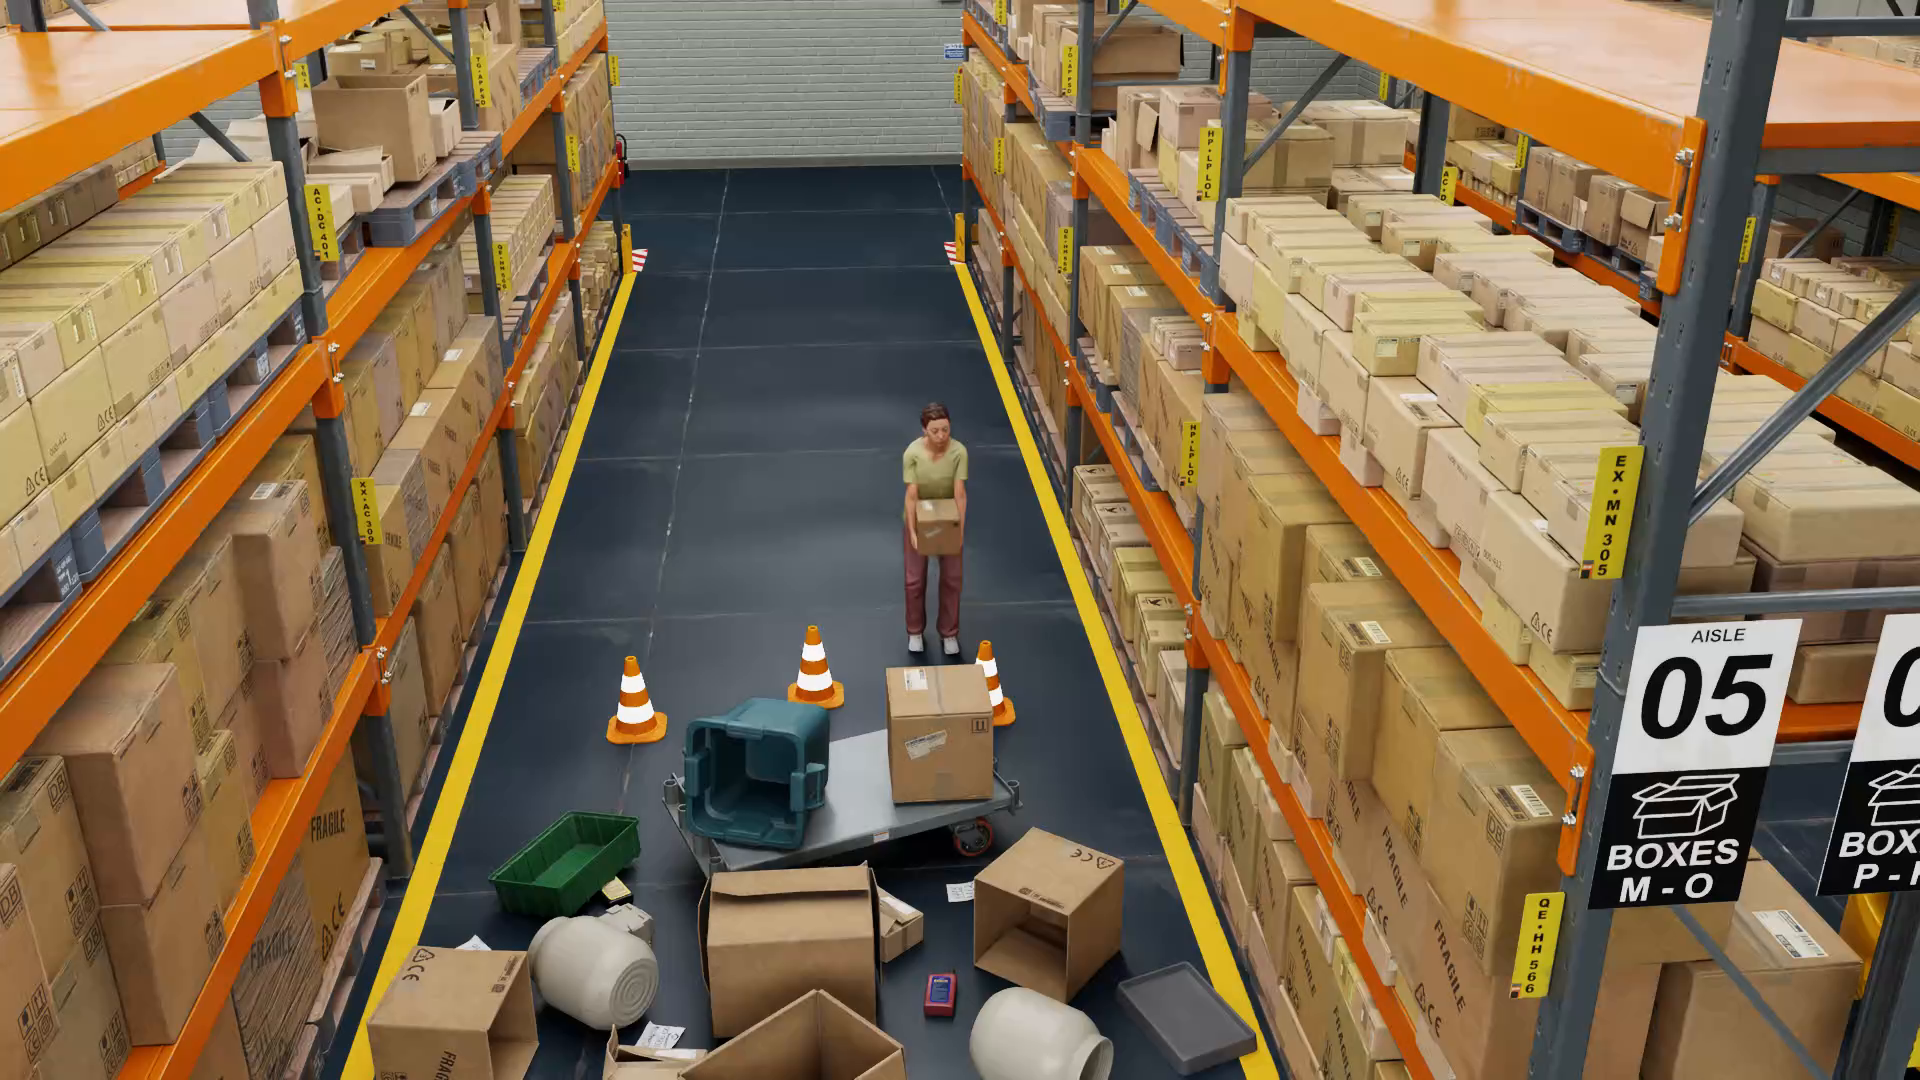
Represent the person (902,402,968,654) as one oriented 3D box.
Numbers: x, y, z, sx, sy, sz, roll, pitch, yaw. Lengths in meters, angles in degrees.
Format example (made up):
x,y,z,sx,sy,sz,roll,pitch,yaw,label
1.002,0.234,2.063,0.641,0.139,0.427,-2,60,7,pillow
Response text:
x,y,z,sx,sy,sz,roll,pitch,yaw,label
-0.149,-0.066,10.287,0.409,1.654,0.519,-3,24,-6,person
